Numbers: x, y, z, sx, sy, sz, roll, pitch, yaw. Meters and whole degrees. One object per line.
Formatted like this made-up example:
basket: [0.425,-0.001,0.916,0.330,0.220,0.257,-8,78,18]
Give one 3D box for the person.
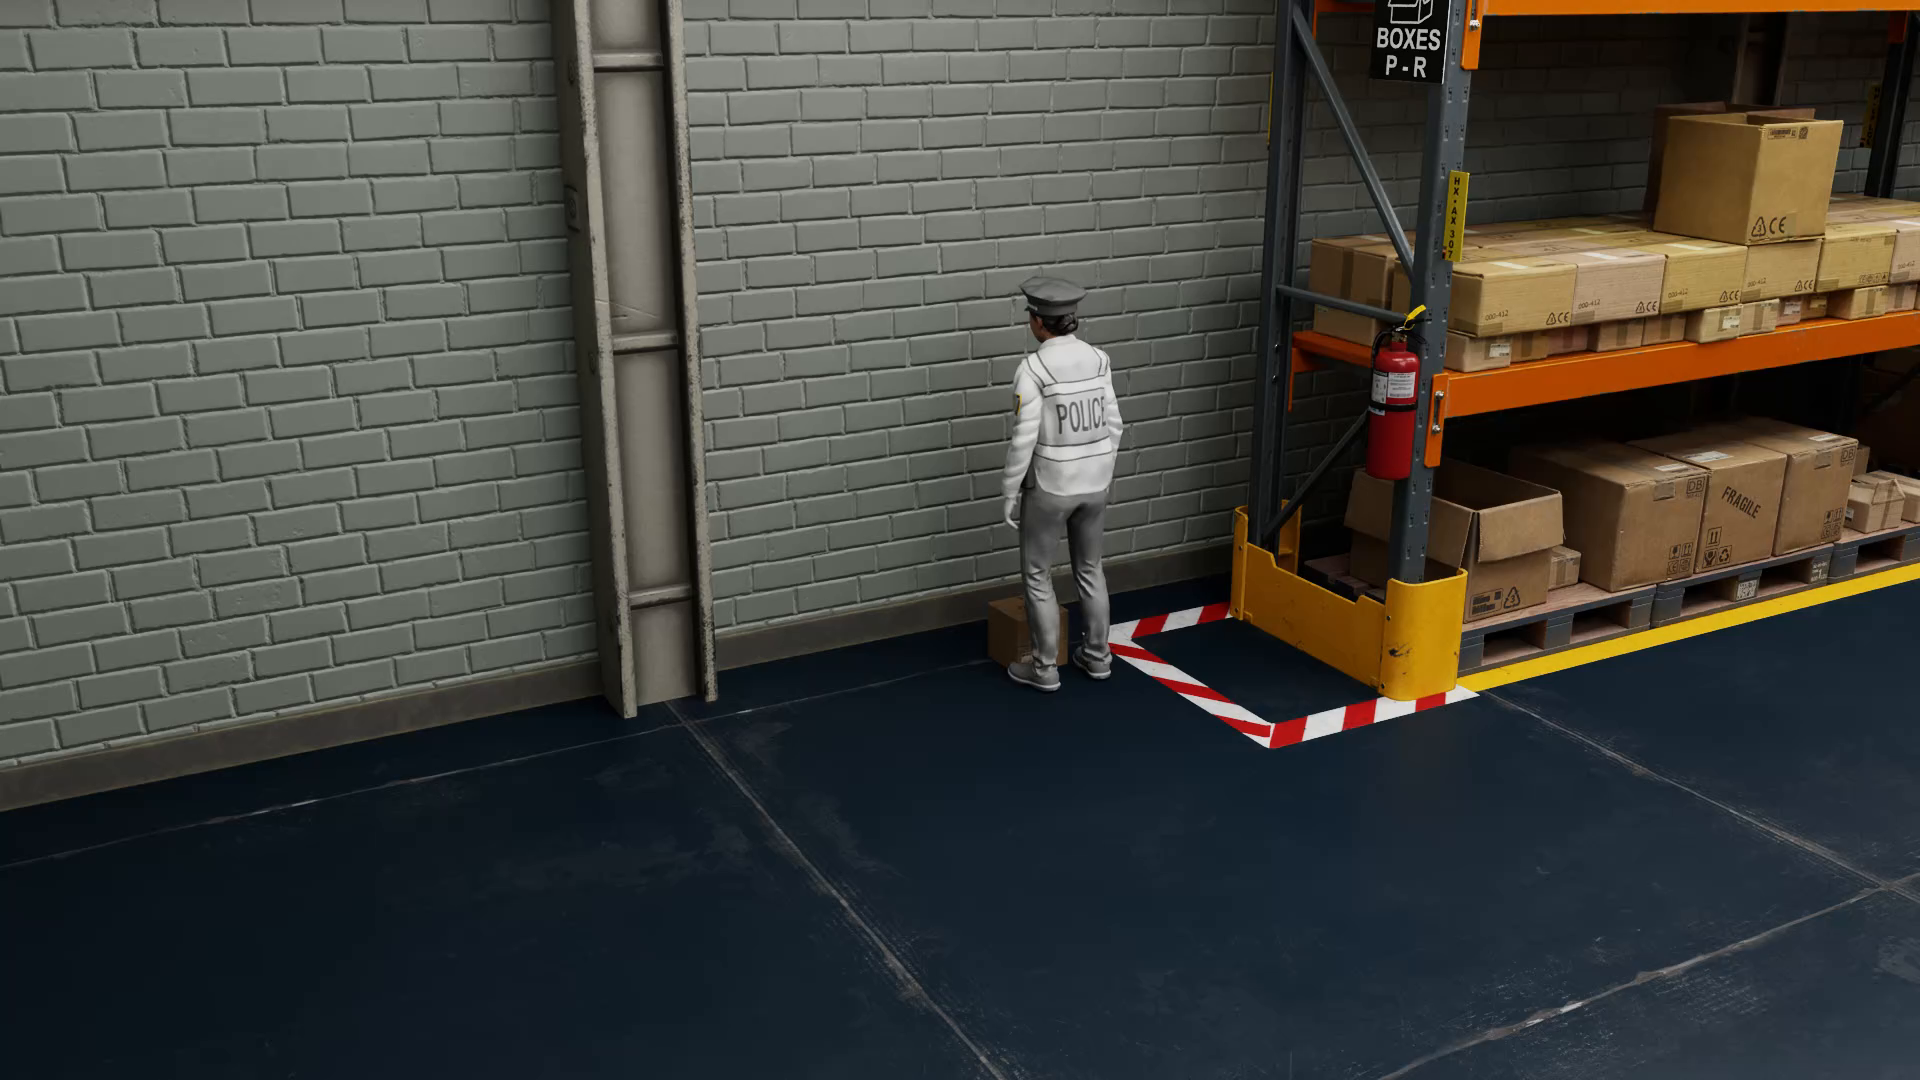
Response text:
person: [0.405,-0.206,6.661,0.547,1.666,0.370,-11,22,-30]
